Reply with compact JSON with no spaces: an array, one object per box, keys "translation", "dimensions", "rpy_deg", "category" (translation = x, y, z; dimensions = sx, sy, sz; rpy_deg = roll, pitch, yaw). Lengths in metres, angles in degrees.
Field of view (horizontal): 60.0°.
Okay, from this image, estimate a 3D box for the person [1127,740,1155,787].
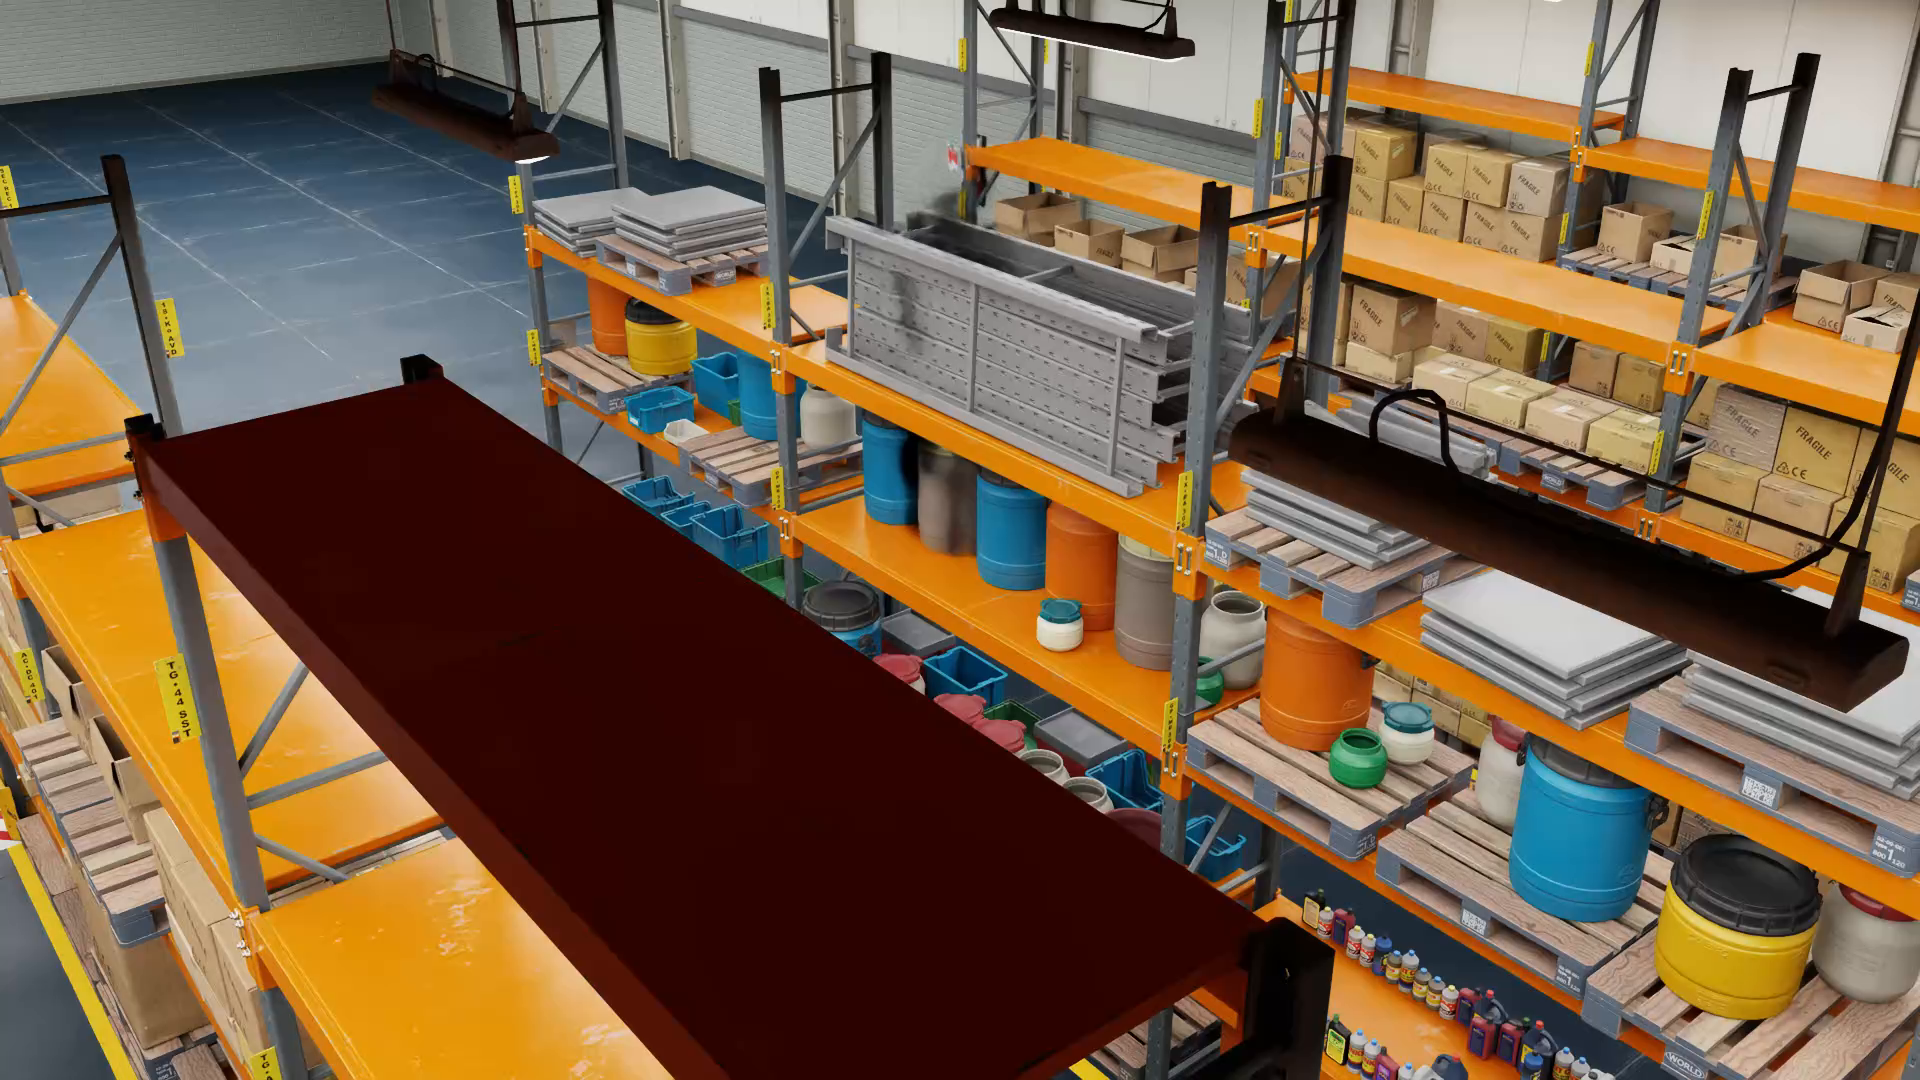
[{"translation":[1.371,1.218,13.080],"dimensions":[0.648,1.762,0.564],"rpy_deg":[-23,34,-39],"category":"person"}]
